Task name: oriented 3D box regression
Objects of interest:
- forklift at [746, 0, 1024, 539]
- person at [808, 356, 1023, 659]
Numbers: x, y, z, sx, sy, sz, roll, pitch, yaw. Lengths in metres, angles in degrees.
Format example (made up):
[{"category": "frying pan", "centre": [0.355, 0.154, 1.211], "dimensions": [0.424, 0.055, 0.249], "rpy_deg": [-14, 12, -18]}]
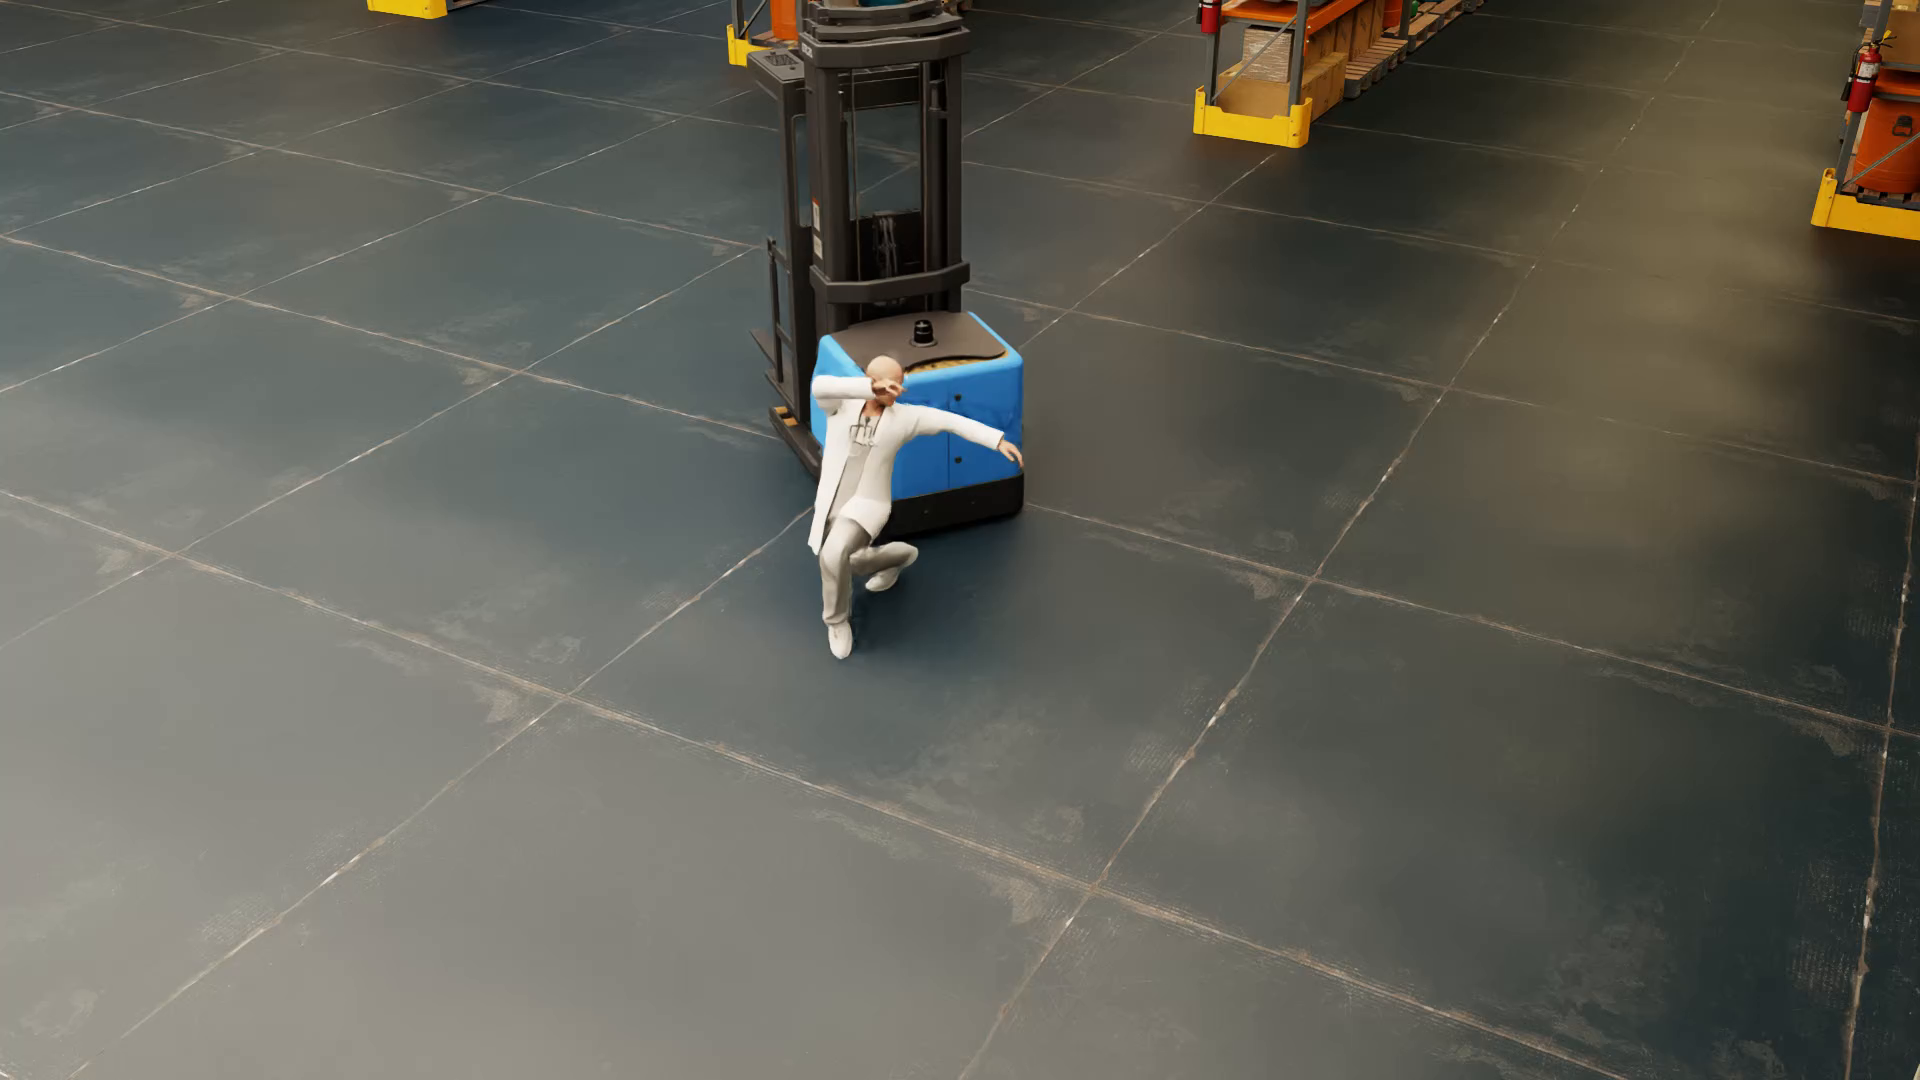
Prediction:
[{"category": "forklift", "centre": [-0.646, -1.994, 10.526], "dimensions": [1.130, 2.935, 3.031], "rpy_deg": [-12, 32, -20]}, {"category": "person", "centre": [-0.307, -0.189, 8.863], "dimensions": [1.112, 1.497, 0.967], "rpy_deg": [12, 32, 19]}]
